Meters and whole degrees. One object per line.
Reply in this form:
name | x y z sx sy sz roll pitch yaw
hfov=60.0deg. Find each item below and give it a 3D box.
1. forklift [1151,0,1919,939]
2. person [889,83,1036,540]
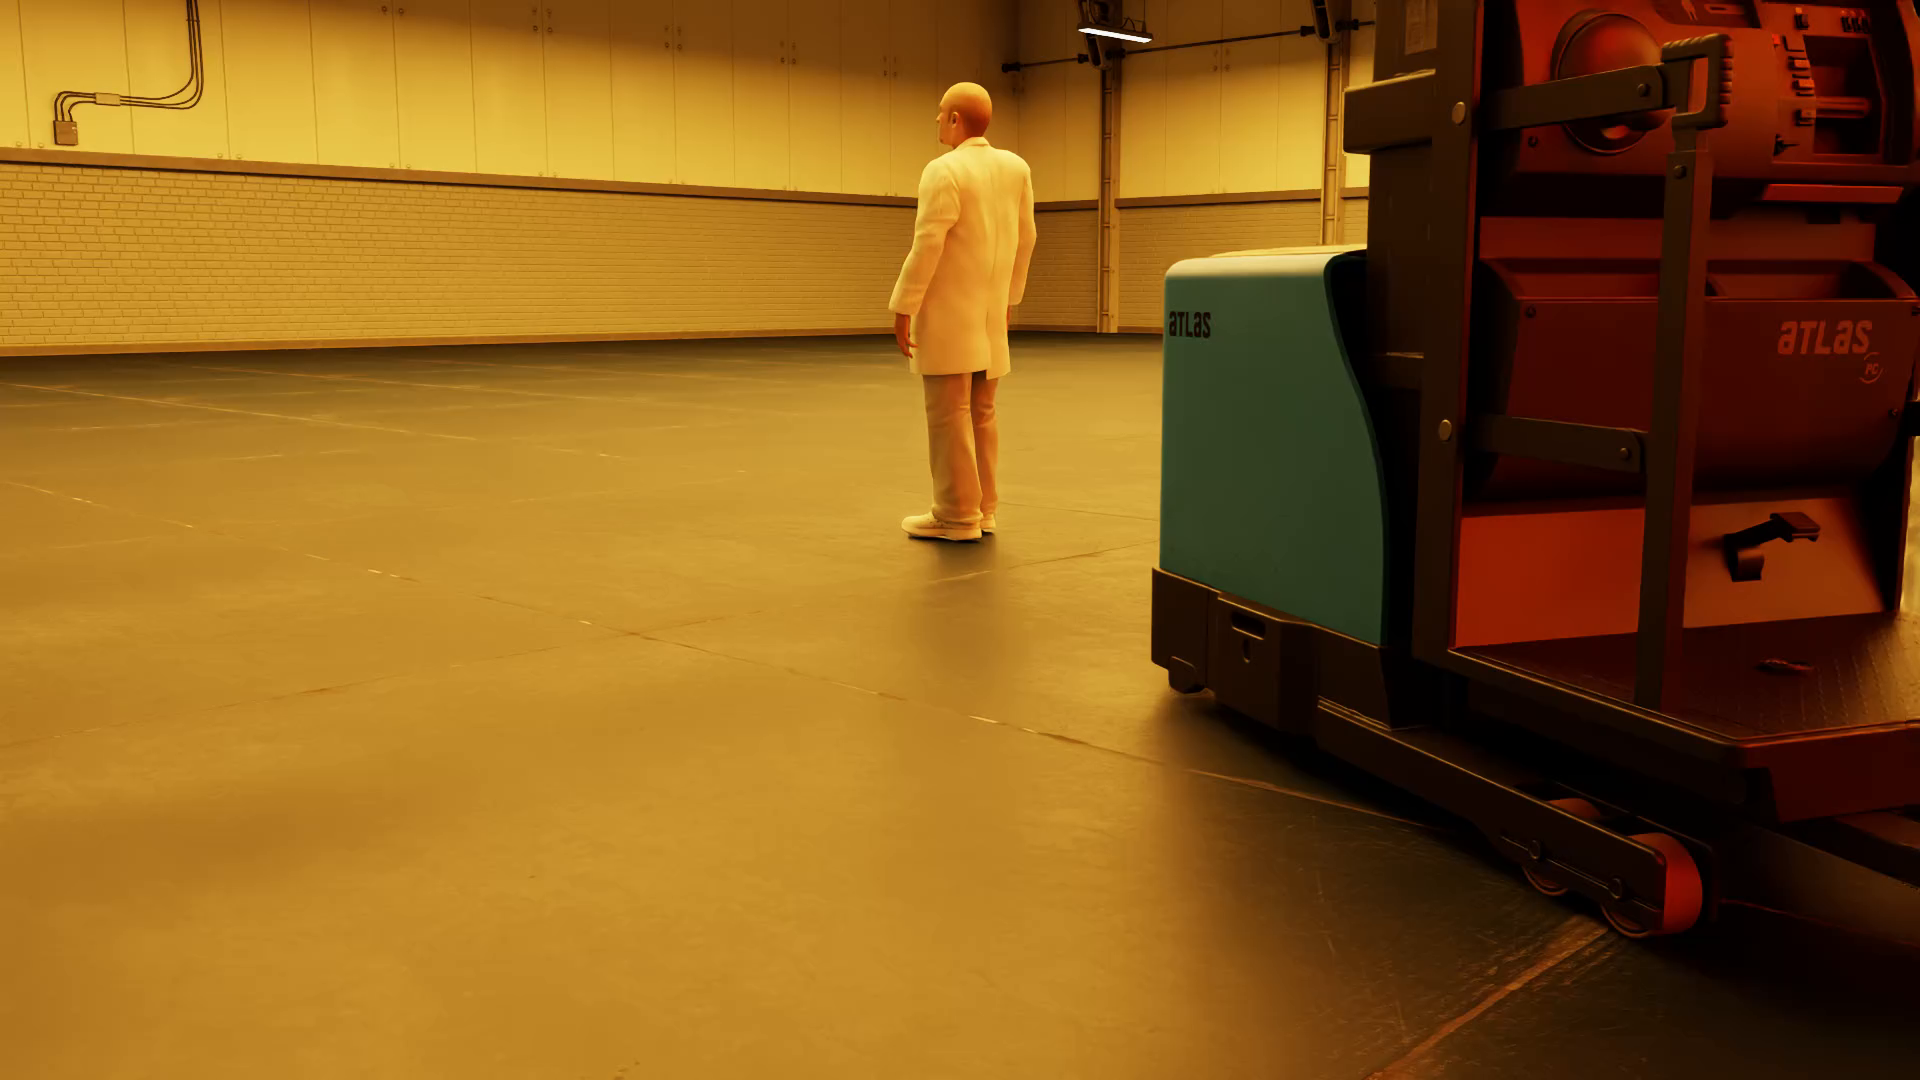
forklift | 1.453 -0.896 2.821 1.130 2.935 3.031 -3 9 -19
person | -0.063 -0.896 6.650 0.578 1.777 0.696 8 12 43
